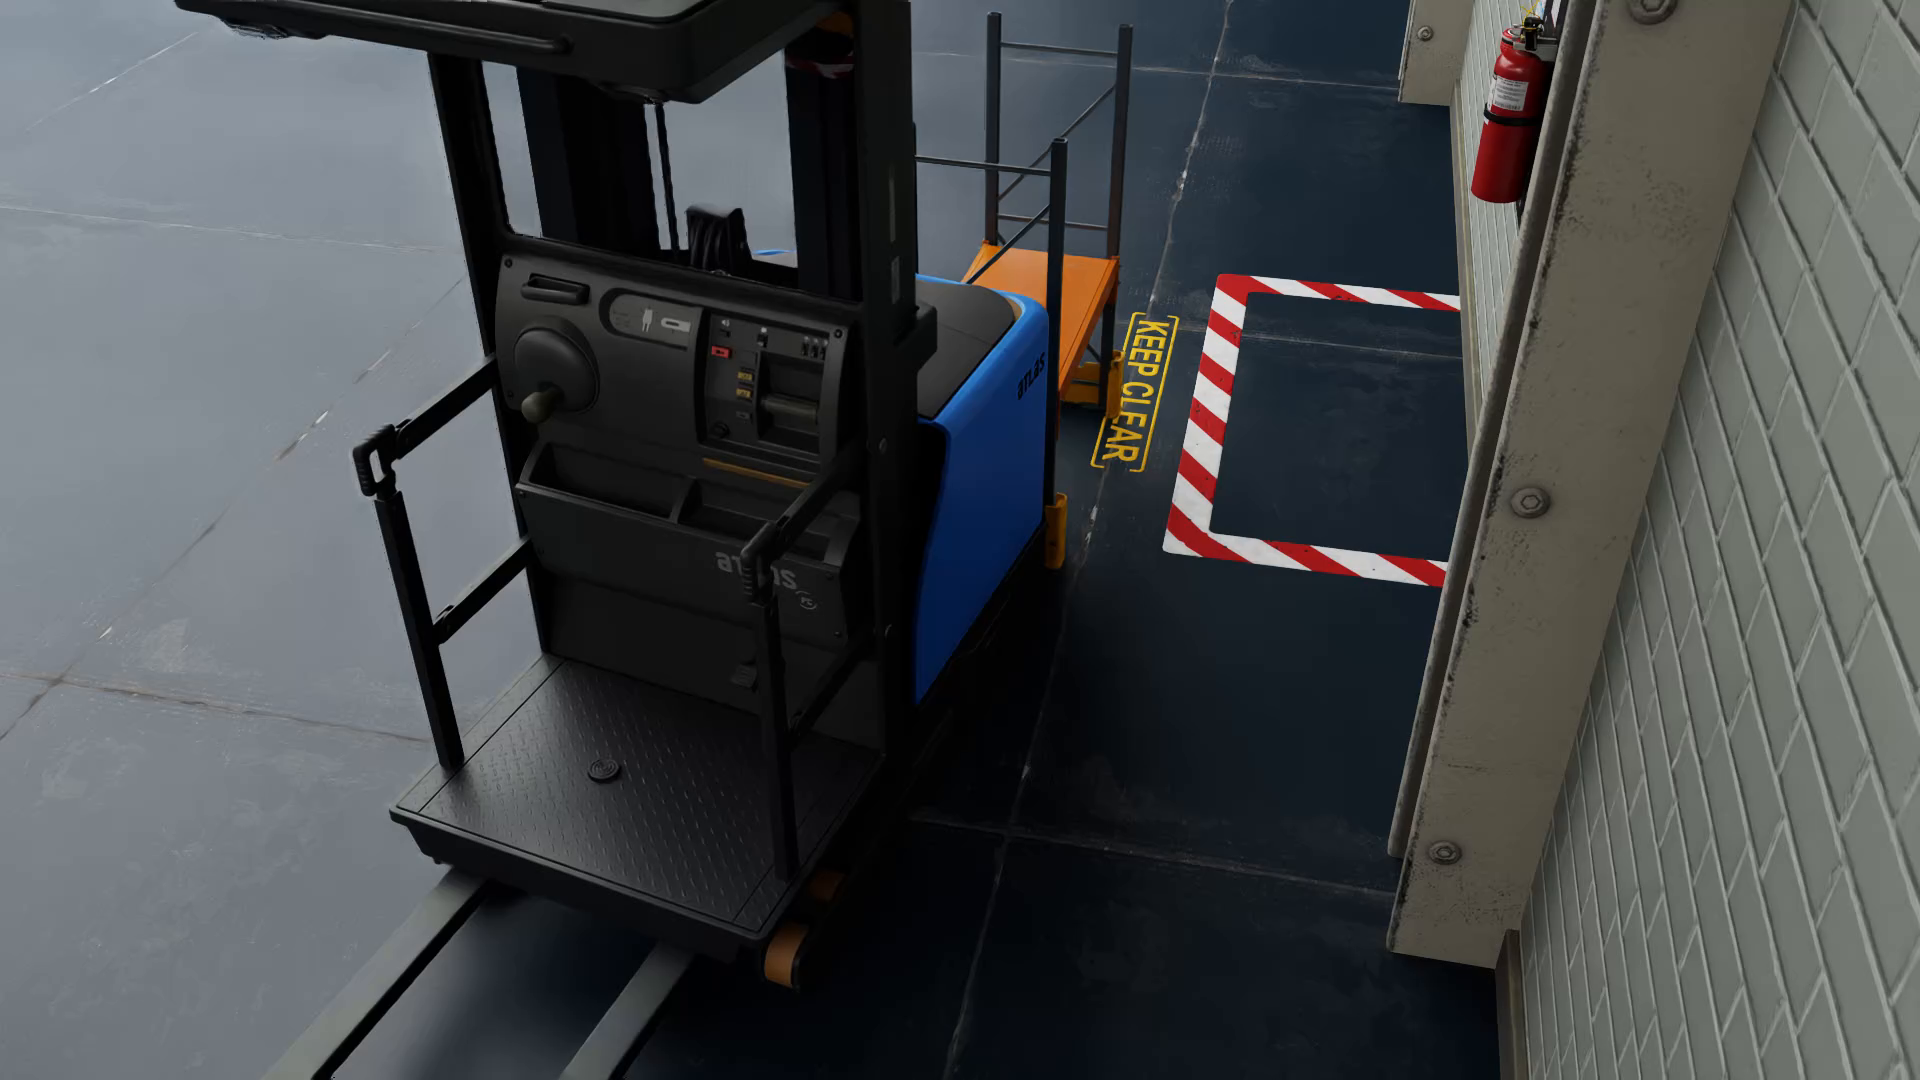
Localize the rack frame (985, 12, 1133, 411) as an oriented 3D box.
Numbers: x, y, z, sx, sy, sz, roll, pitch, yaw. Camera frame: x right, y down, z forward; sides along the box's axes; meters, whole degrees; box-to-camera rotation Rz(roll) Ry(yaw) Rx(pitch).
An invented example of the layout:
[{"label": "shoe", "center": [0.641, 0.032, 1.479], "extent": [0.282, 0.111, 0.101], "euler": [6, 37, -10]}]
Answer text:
[{"label": "rack frame", "center": [0.337, -1.153, 6.063], "extent": [0.500, 1.500, 0.032], "euler": [9, 37, 12]}]

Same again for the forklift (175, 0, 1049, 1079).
[{"label": "forklift", "center": [-0.768, -0.348, 3.733], "extent": [1.130, 2.935, 3.031], "euler": [14, 38, 19]}]

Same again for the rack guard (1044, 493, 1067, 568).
[{"label": "rack guard", "center": [0.067, -0.072, 5.637], "extent": [0.587, 0.250, 0.087], "euler": [9, 37, 12]}]

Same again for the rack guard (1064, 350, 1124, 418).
[{"label": "rack guard", "center": [0.332, -0.636, 6.414], "extent": [0.587, 0.250, 0.087], "euler": [9, 37, 12]}]

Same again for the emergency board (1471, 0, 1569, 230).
[{"label": "emergency board", "center": [1.859, -1.662, 5.487], "extent": [0.194, 1.169, 0.643], "euler": [7, 37, 10]}]

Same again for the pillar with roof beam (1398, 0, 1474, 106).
[{"label": "pillar with roof beam", "center": [-1.630, -6.658, 7.269], "extent": [9.100, 9.000, 0.400], "euler": [7, 37, 10]}]

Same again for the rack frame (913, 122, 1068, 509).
[{"label": "rack frame", "center": [0.067, -0.578, 5.269], "extent": [0.500, 1.500, 0.032], "euler": [9, 37, 12]}]

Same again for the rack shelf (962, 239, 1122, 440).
[{"label": "rack shelf", "center": [0.202, -0.720, 5.771], "extent": [0.538, 0.185, 1.000], "euler": [9, 37, 12]}]

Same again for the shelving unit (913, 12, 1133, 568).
[{"label": "shelving unit", "center": [0.200, -0.860, 5.659], "extent": [0.587, 1.500, 1.083], "euler": [9, 37, 12]}]

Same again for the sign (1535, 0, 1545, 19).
[{"label": "sign", "center": [2.078, -1.980, 5.896], "extent": [0.001, 0.329, 0.234], "euler": [7, 37, 10]}]

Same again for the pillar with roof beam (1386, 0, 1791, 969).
[{"label": "pillar with roof beam", "center": [-2.912, -3.219, 2.523], "extent": [9.100, 9.000, 0.400], "euler": [7, 37, 10]}]
